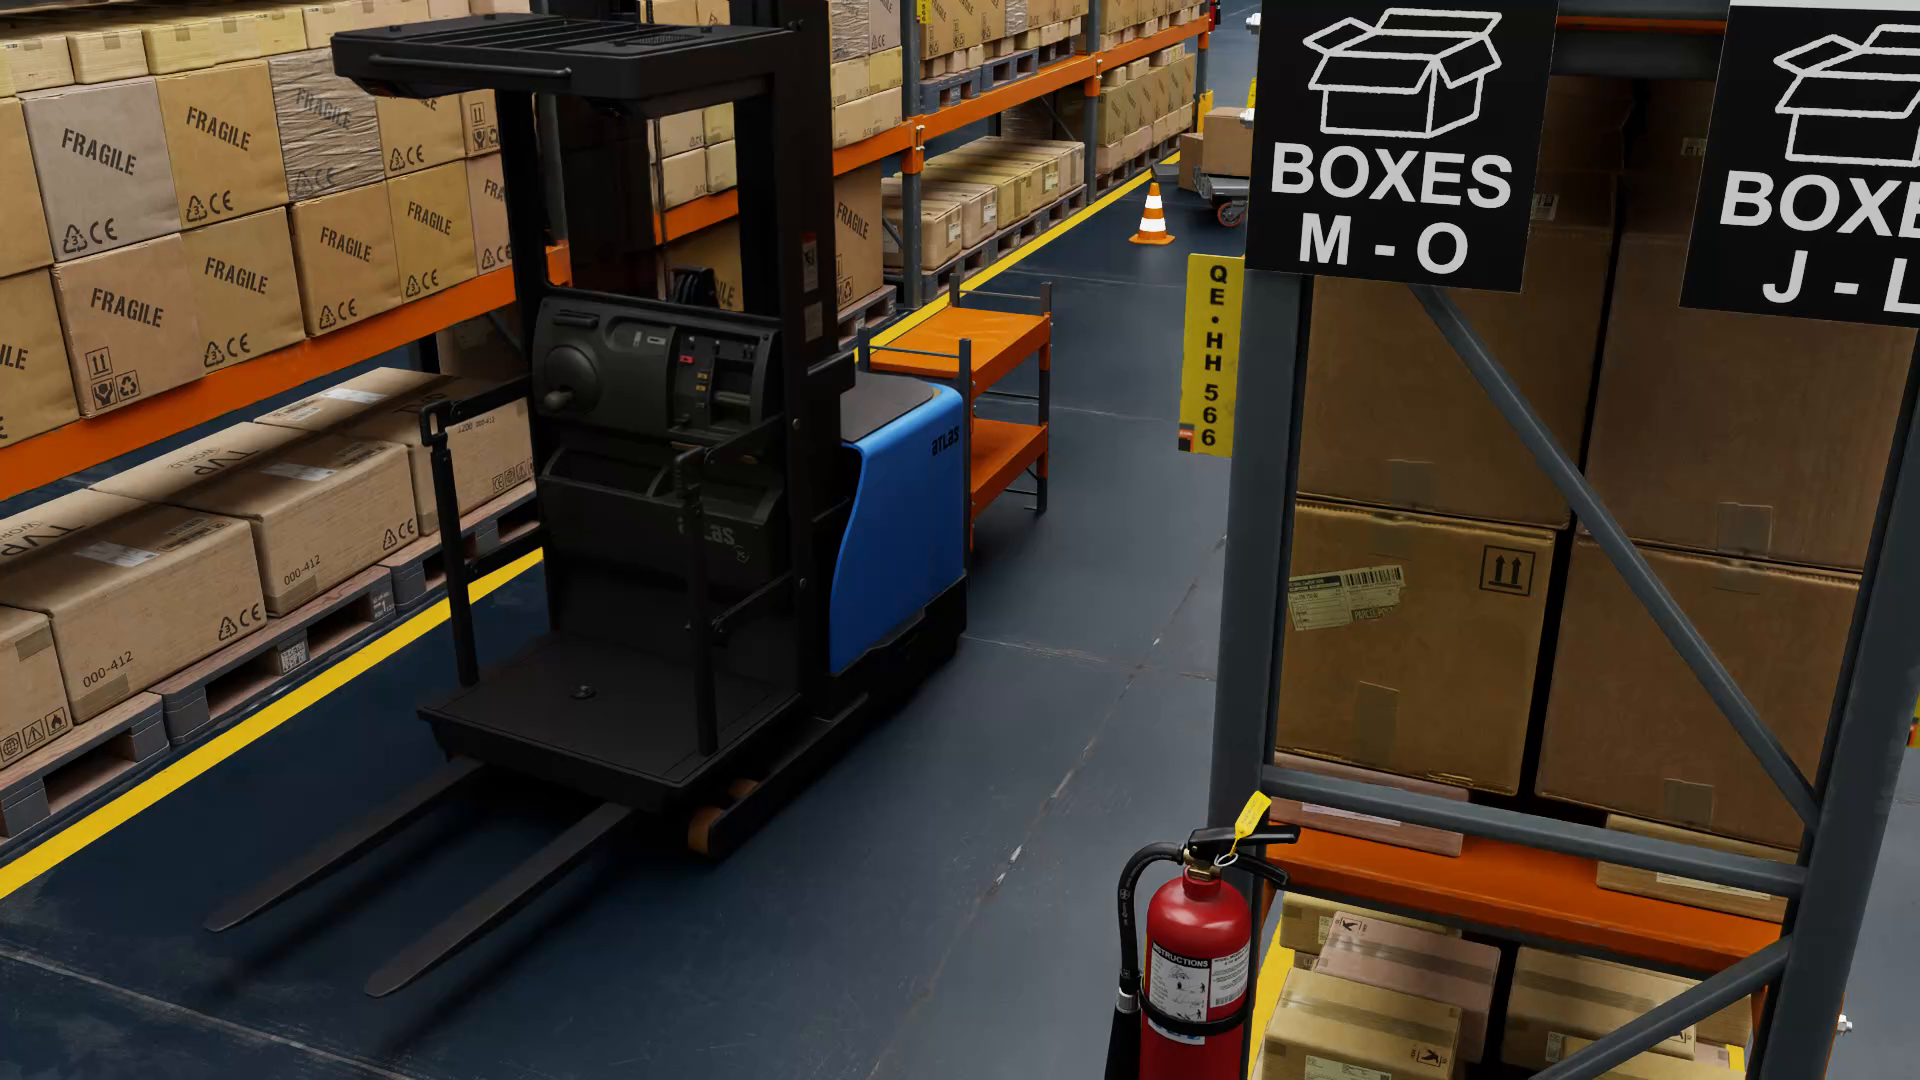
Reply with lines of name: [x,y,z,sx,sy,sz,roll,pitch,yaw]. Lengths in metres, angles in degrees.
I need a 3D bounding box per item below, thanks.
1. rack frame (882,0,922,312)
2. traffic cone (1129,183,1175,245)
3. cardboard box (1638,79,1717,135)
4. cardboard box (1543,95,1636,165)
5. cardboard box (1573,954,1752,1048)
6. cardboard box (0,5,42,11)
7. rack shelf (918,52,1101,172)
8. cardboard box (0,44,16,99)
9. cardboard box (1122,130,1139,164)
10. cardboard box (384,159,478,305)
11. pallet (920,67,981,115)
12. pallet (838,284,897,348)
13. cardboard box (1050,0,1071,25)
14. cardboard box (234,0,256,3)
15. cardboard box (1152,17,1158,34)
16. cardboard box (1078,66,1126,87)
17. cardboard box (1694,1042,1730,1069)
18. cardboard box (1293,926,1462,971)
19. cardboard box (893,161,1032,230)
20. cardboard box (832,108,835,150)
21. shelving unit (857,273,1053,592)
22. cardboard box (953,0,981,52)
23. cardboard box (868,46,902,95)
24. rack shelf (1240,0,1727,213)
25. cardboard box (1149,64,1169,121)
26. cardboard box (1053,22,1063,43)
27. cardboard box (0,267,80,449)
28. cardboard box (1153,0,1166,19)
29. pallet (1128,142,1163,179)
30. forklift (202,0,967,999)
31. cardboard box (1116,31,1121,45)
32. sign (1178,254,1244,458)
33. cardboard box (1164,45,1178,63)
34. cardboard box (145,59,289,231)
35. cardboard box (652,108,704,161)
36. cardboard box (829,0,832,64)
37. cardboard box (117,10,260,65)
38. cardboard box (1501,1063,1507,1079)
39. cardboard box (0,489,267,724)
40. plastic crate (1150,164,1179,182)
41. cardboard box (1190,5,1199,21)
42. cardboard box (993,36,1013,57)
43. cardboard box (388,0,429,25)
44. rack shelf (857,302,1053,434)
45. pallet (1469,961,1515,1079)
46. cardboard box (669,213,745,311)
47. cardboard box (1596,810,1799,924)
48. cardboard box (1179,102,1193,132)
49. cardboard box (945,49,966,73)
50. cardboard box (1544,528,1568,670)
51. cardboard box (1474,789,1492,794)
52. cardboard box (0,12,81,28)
rack frame: [-0.751,-3.058,11.179,1.000,3.000,0.127,9,24,20]
traffic cone: [1.574,-2.674,13.552,0.336,0.463,0.334,9,24,20]
cardboard box: [1.906,-0.837,4.049,0.500,0.500,0.500,8,24,18]
cardboard box: [1.223,-0.735,3.805,0.500,0.500,0.500,10,25,23]
cardboard box: [1.624,0.998,3.850,0.380,0.149,0.250,9,24,20]
cardboard box: [-5.975,-3.183,10.803,0.700,0.500,0.500,9,24,20]
rack shelf: [-0.008,-3.441,13.031,1.077,0.370,4.000,9,24,20]
cardboard box: [-3.018,-1.366,4.861,0.380,0.149,0.250,8,24,18]
cardboard box: [1.393,-3.779,15.929,0.500,0.250,0.500,10,25,23]
cardboard box: [-2.358,-1.285,6.805,0.500,0.500,0.500,8,24,19]
pallet: [-0.585,-3.239,11.863,1.213,0.211,1.003,9,24,20]
pallet: [-1.114,-1.500,11.066,1.003,0.211,1.213,9,24,20]
cardboard box: [0.593,-4.491,13.548,0.500,0.500,0.500,9,24,20]
cardboard box: [-2.880,-2.086,6.583,0.380,0.149,0.250,9,24,20]
cardboard box: [1.701,-4.991,16.132,0.380,0.149,0.250,9,24,20]
cardboard box: [1.307,-4.268,15.284,0.380,0.149,0.250,9,24,21]
cardboard box: [1.498,1.221,3.702,0.380,0.149,0.250,9,24,20]
cardboard box: [1.033,1.046,4.122,0.380,0.149,0.250,8,24,18]
cardboard box: [0.022,-2.775,13.367,0.950,0.372,0.625,10,25,22]
cardboard box: [-1.075,-2.407,9.816,0.500,0.250,0.500,9,24,20]
shelving unit: [-0.002,-0.517,7.527,0.538,1.125,1.048,9,24,20]
cardboard box: [-0.182,-3.750,11.776,0.500,0.500,0.500,10,25,23]
cardboard box: [-0.695,-3.009,10.609,0.500,0.250,0.500,9,24,20]
rack shelf: [1.654,-1.290,3.989,1.077,0.370,4.000,9,24,20]
cardboard box: [1.781,-4.501,16.683,0.500,0.500,0.500,8,24,19]
cardboard box: [0.623,-4.154,13.584,0.380,0.149,0.250,8,24,19]
cardboard box: [-3.116,-0.557,5.061,0.500,0.500,0.500,8,24,19]
cardboard box: [1.690,-5.335,16.114,0.500,0.500,0.500,9,24,21]
pallet: [1.403,-3.886,16.779,1.003,0.211,1.213,9,24,20]
forklift: [-1.104,-0.532,5.221,1.130,2.935,3.031,11,25,25]
cardboard box: [1.266,-4.637,15.286,0.380,0.149,0.250,9,24,20]
sign: [0.403,-0.289,2.638,0.100,0.325,0.005,9,24,20]
cardboard box: [1.995,-4.936,16.884,0.380,0.149,0.250,9,24,21]
cardboard box: [-2.726,-1.383,5.743,0.500,0.500,0.500,9,24,20]
cardboard box: [-1.644,-2.095,8.421,0.500,0.250,0.500,9,24,21]
cardboard box: [-1.074,-2.981,9.568,0.500,0.500,0.500,9,24,20]
cardboard box: [-2.666,-1.739,5.752,0.380,0.149,0.250,9,24,20]
cardboard box: [1.510,1.262,3.990,0.380,0.149,0.250,9,24,21]
cardboard box: [-3.238,0.214,6.124,0.875,0.438,0.875,9,24,21]
plastic crate: [2.080,-3.586,16.232,0.402,0.080,0.583,1,23,2]
cardboard box: [2.289,-5.534,17.432,0.380,0.149,0.250,8,24,19]
cardboard box: [0.188,-3.797,12.729,0.380,0.149,0.250,10,25,22]
cardboard box: [-2.356,-2.111,6.643,0.380,0.149,0.250,9,24,20]
rack shelf: [-0.002,-0.787,7.415,0.538,0.278,1.000,9,24,20]
pallet: [1.274,1.451,4.001,1.003,0.211,1.213,9,24,20]
cardboard box: [-1.752,-1.397,9.415,0.875,0.875,0.875,10,24,22]
cardboard box: [1.336,0.525,2.928,0.380,0.149,0.250,9,24,20]
cardboard box: [2.161,-4.509,17.676,0.500,0.250,0.500,9,24,20]
cardboard box: [-0.177,-3.413,11.810,0.380,0.149,0.250,7,24,17]
cardboard box: [1.035,-0.087,3.551,0.500,0.500,0.500,8,24,19]
cardboard box: [0.897,0.353,3.340,0.380,0.149,0.250,9,24,20]
cardboard box: [-3.237,-1.715,5.694,0.380,0.149,0.250,10,25,22]
